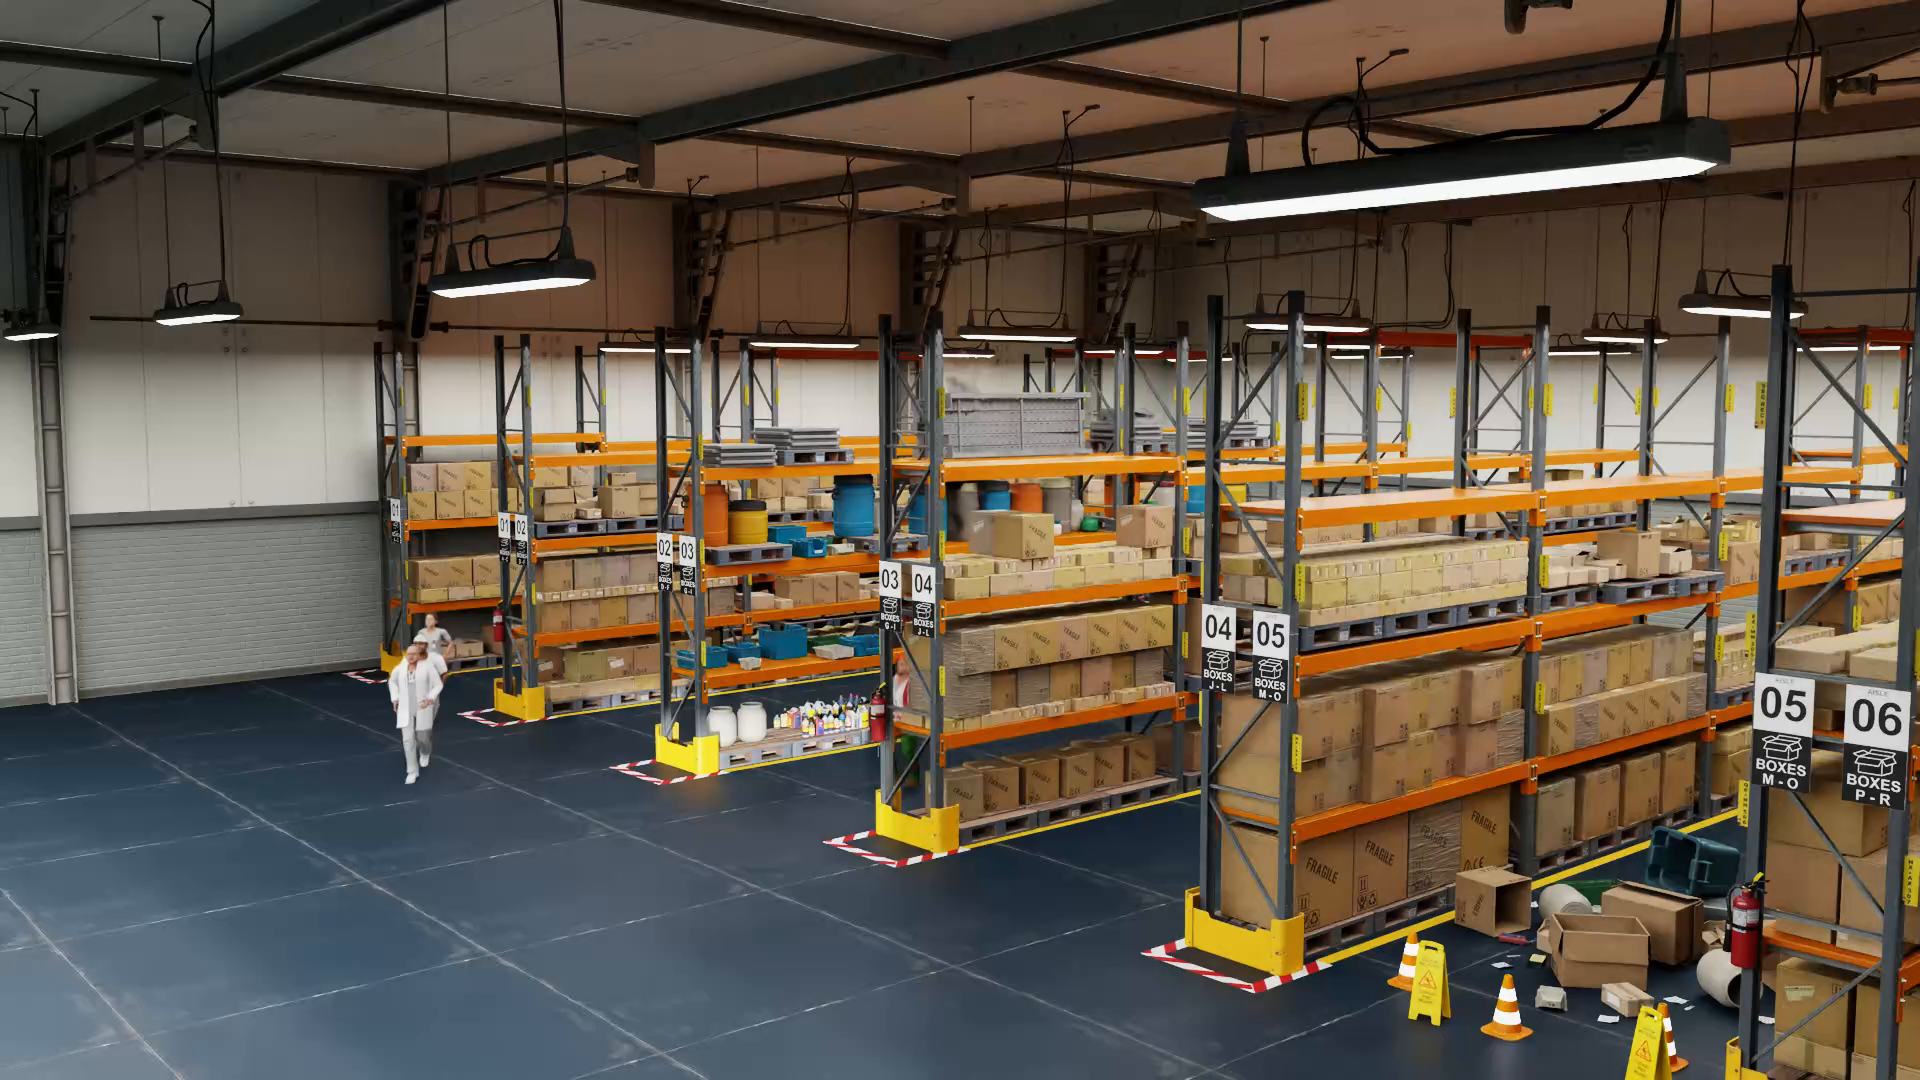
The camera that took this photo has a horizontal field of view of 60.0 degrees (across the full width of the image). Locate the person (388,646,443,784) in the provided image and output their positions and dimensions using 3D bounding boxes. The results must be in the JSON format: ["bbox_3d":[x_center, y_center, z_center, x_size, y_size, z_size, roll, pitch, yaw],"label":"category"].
[{"bbox_3d":[-7.251,2.280,22.157,0.722,1.782,0.946,-1,5,-10],"label":"person"}]

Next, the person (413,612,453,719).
[{"bbox_3d":[-8.229,1.961,25.855,0.574,1.690,0.853,1,5,6],"label":"person"}]

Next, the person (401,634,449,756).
[{"bbox_3d":[-7.520,2.181,23.306,0.681,1.729,0.594,-1,5,-13],"label":"person"}]

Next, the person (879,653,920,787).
[{"bbox_3d":[-0.764,2.334,21.156,0.641,1.791,0.707,3,6,30],"label":"person"}]
